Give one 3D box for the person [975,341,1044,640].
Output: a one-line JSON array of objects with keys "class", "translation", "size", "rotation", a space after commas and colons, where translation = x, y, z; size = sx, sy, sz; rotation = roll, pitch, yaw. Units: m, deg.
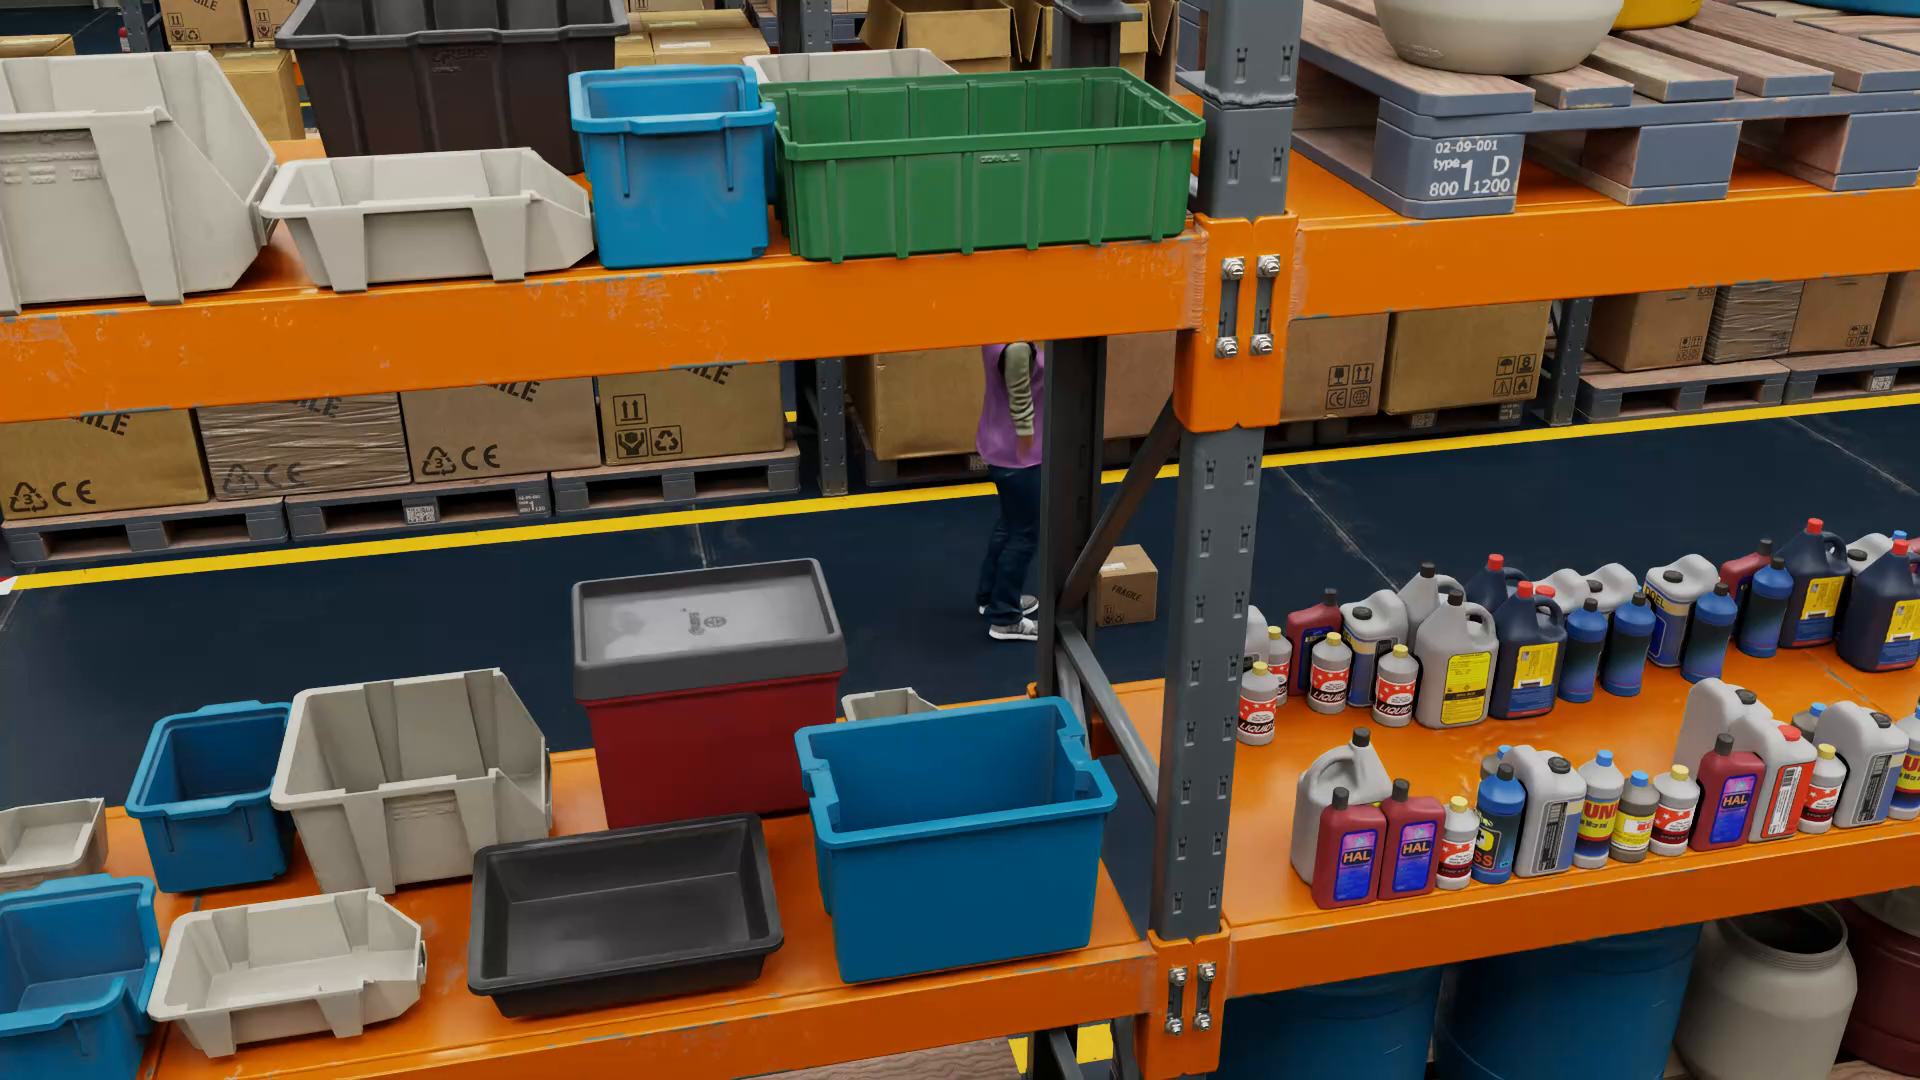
[{"class": "person", "translation": [0.215, -0.356, 6.837], "size": [0.301, 1.592, 0.409], "rotation": [-5, 28, -10]}]
